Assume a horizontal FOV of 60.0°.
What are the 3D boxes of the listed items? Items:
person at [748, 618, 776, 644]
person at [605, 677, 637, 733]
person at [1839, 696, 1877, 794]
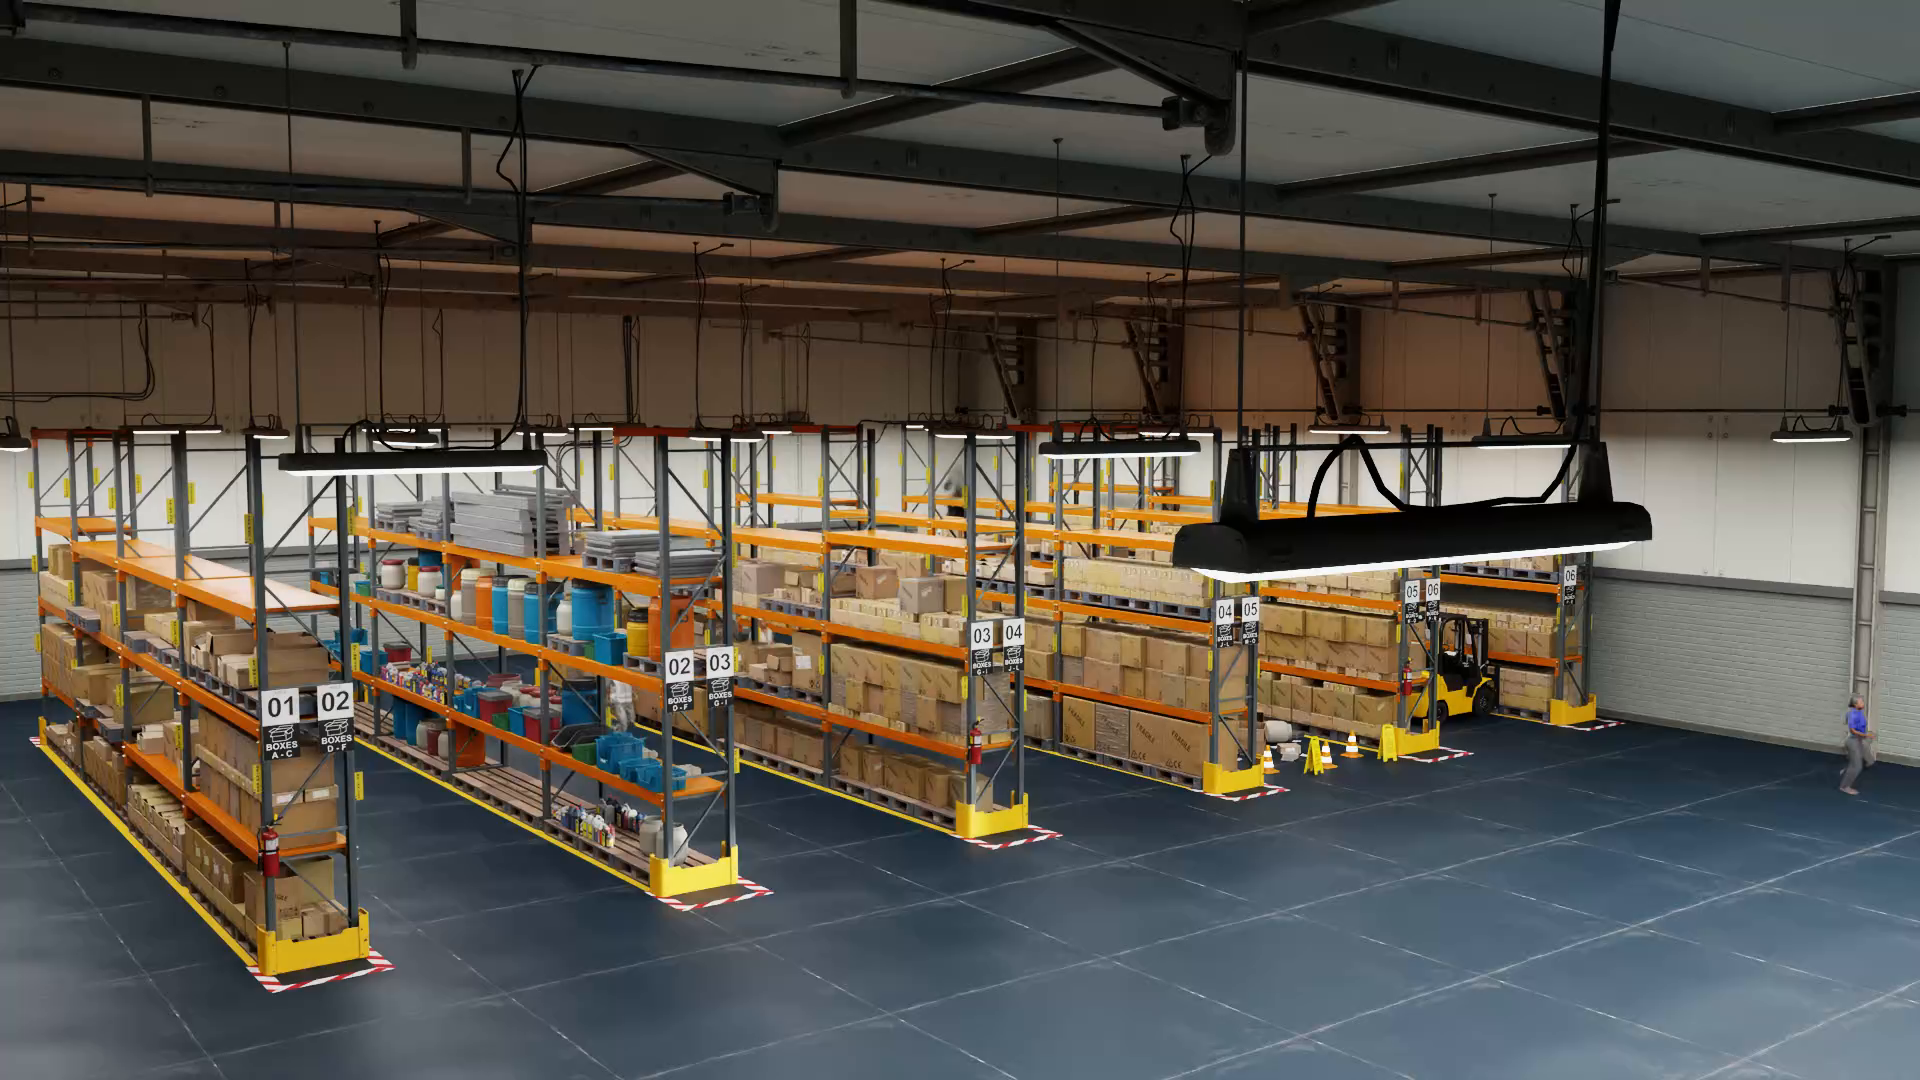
[{"bbox_3d":[-4.365,2.555,37.051,0.652,1.739,0.613,-3,5,-35],"label":"person"},{"bbox_3d":[-6.352,3.027,31.059,0.667,1.735,0.685,4,6,44],"label":"person"},{"bbox_3d":[14.800,3.371,27.385,0.537,1.624,0.624,3,6,36],"label":"person"}]
